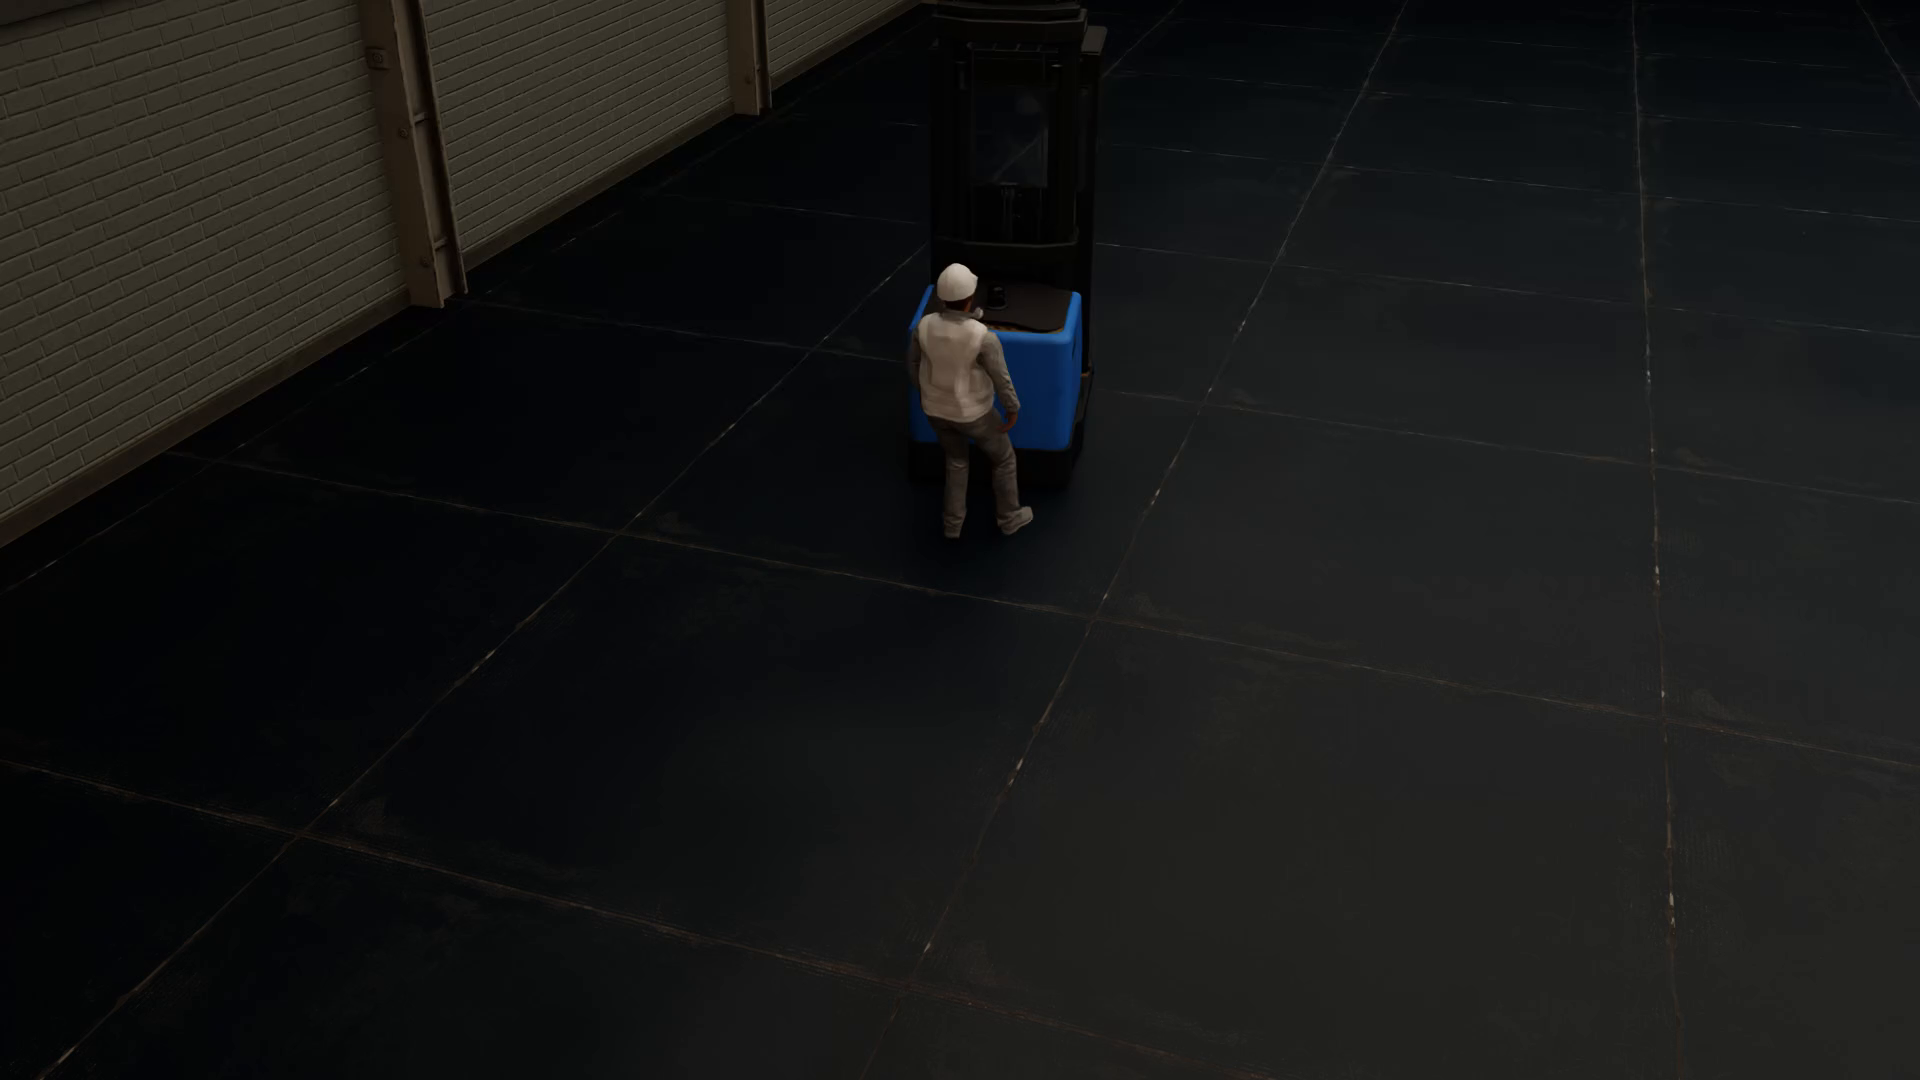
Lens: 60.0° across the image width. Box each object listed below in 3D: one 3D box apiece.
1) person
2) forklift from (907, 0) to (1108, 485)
[{"bbox_3d":[0.067,-0.836,9.827,0.673,1.752,0.608,15,33,25],"label":"person"},{"bbox_3d":[0.383,-2.332,11.228,1.130,2.935,3.031,4,30,7],"label":"forklift"}]
